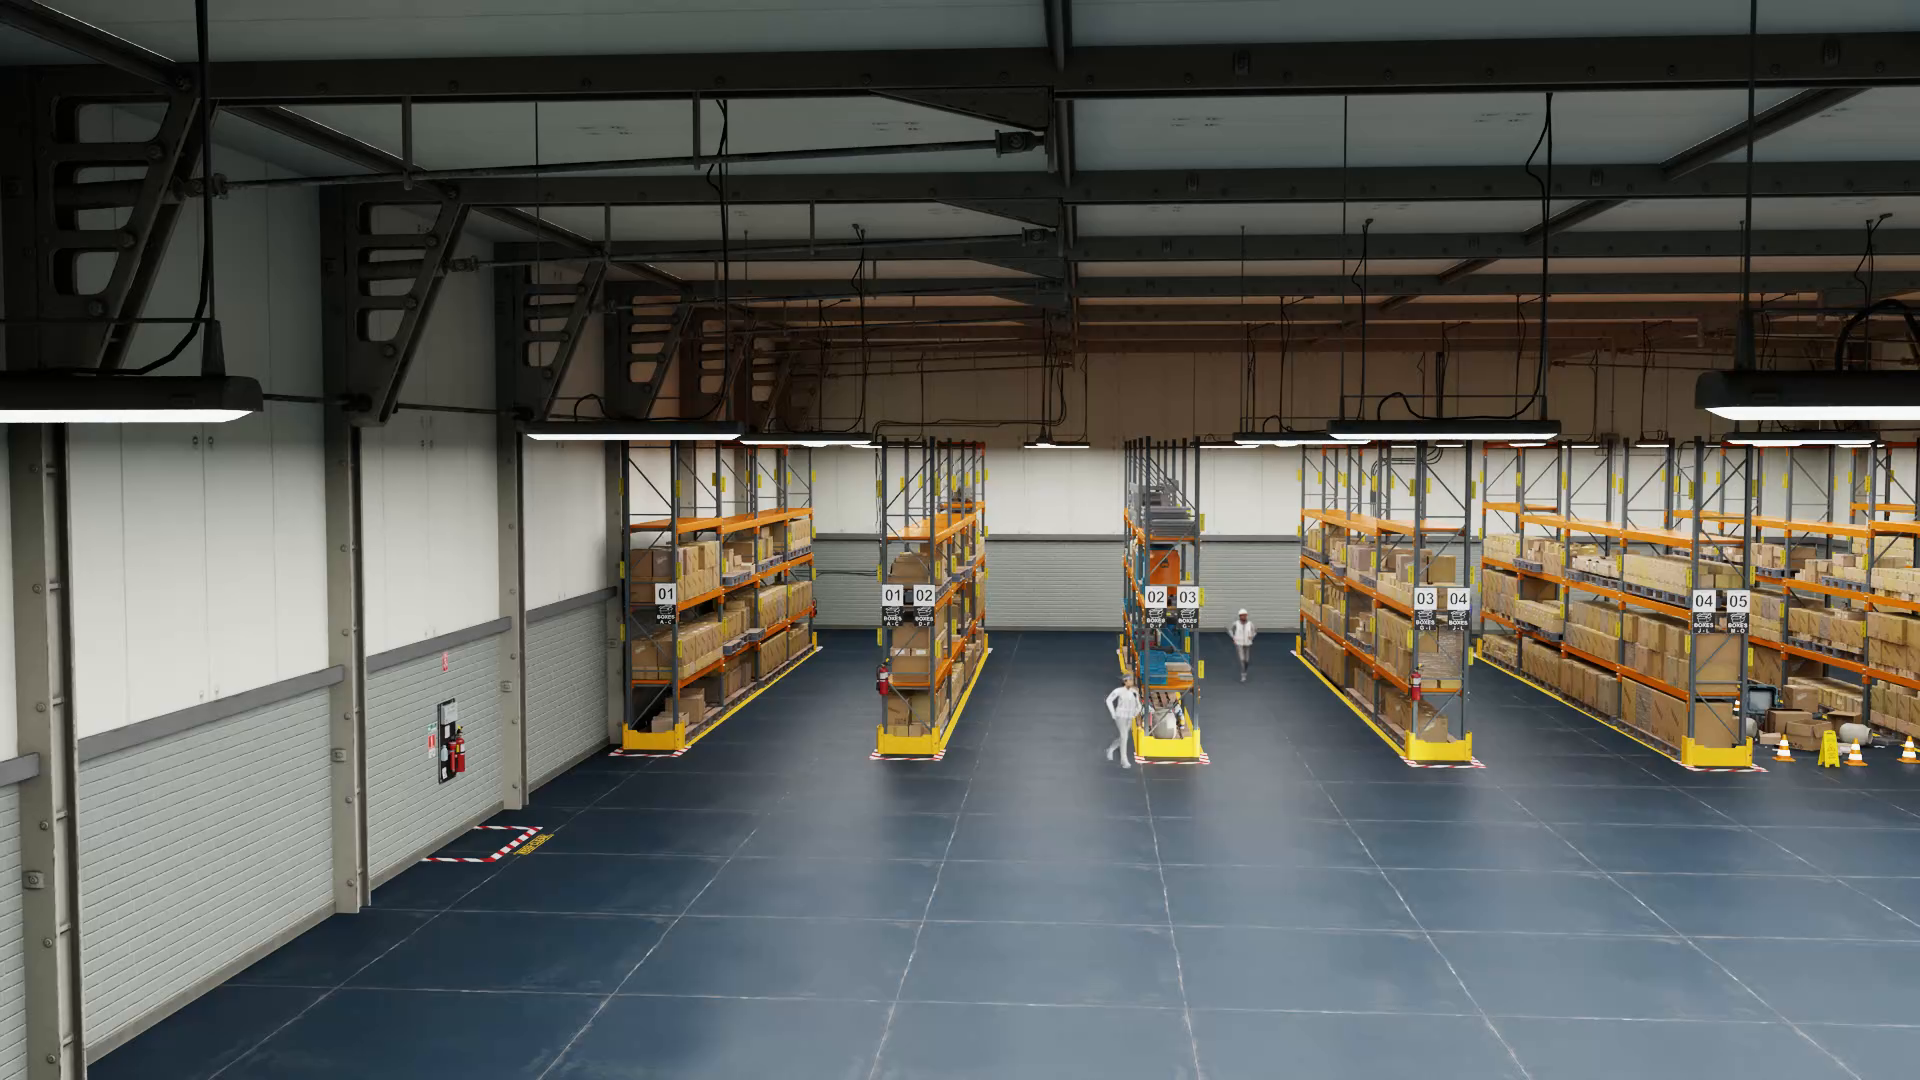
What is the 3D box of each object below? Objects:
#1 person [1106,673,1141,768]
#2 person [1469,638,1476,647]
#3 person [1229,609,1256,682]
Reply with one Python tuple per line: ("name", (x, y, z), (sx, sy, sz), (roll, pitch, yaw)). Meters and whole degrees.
("person", (3.011, 3.270, 30.388), (0.632, 1.694, 0.782), (-2, 4, -31))
("person", (14.327, 2.379, 47.501), (0.895, 1.607, 0.616), (0, 3, -4))
("person", (7.067, 2.616, 41.563), (0.664, 1.778, 0.804), (0, 3, -2))
